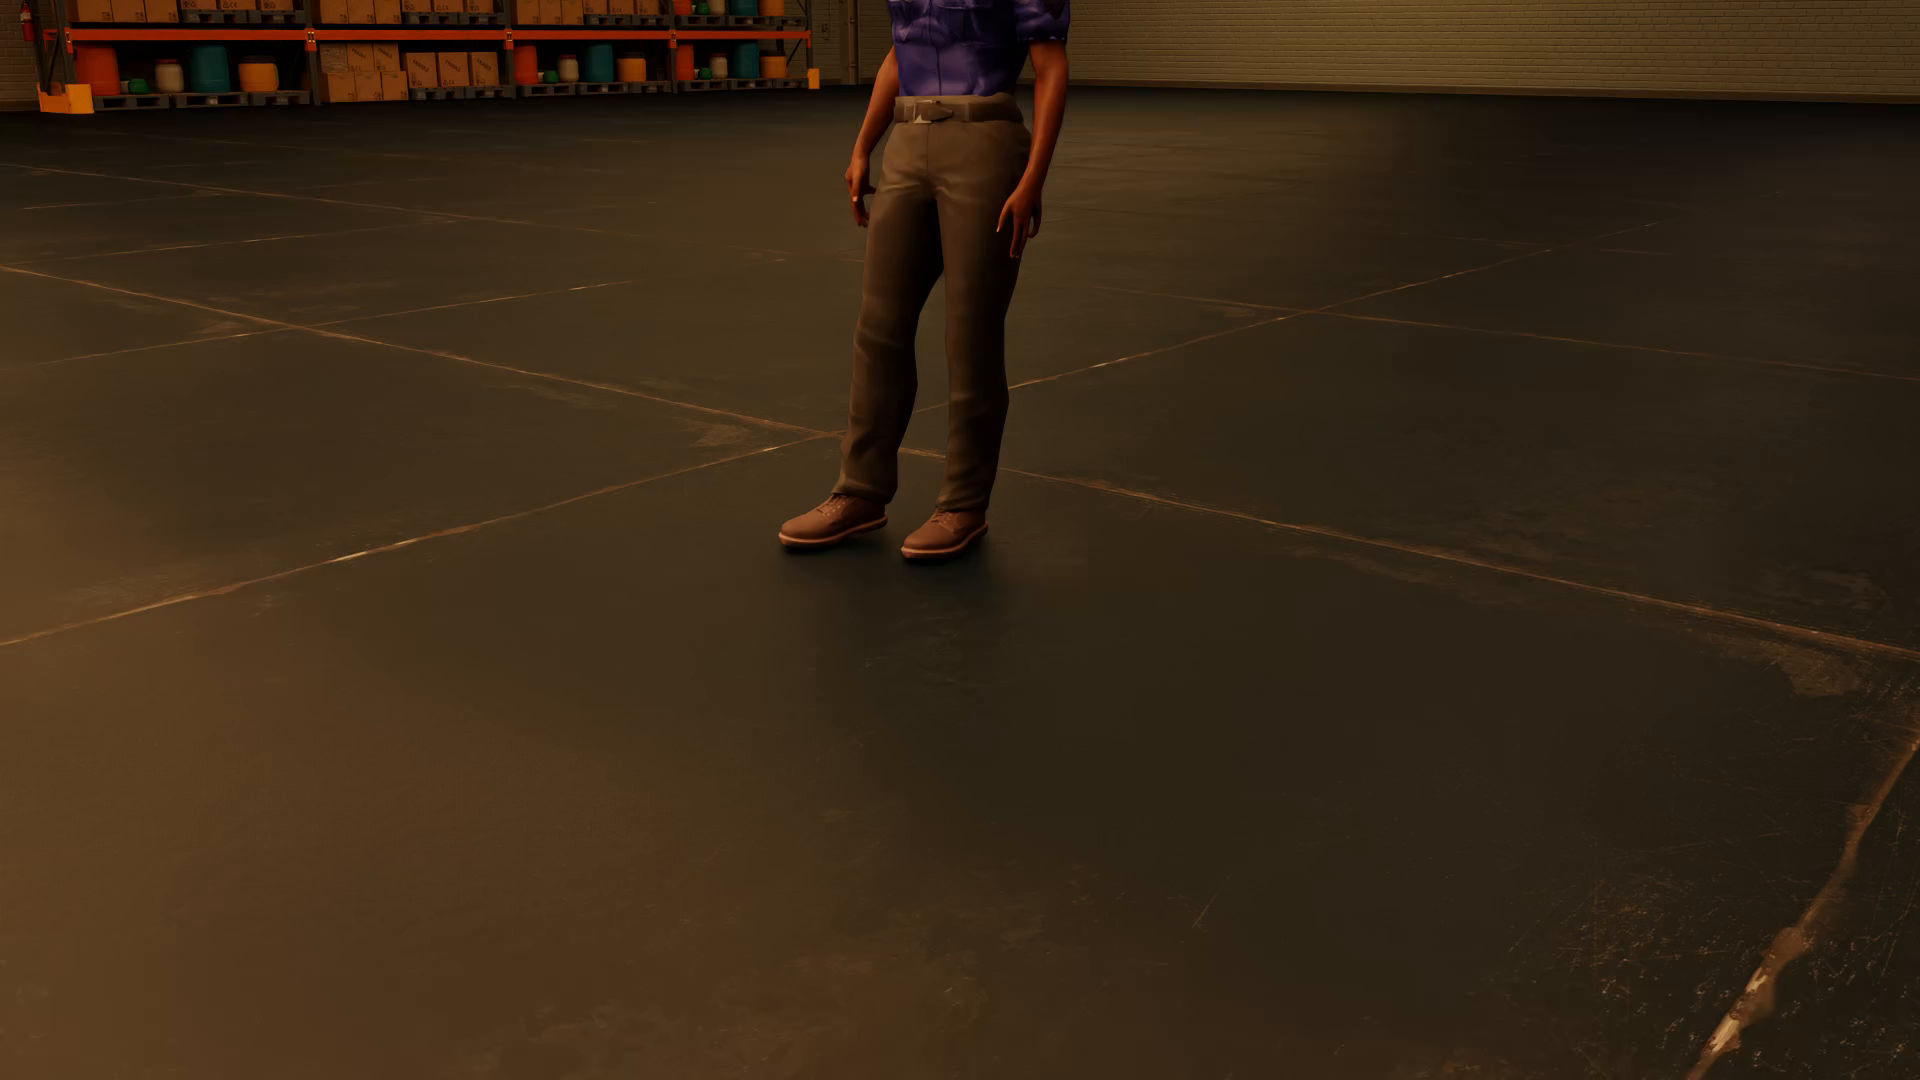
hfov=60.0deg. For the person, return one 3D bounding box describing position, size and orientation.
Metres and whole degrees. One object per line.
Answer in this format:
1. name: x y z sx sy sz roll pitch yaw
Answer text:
1. person: -0.071 -0.782 3.646 0.570 1.656 0.503 13 21 37
